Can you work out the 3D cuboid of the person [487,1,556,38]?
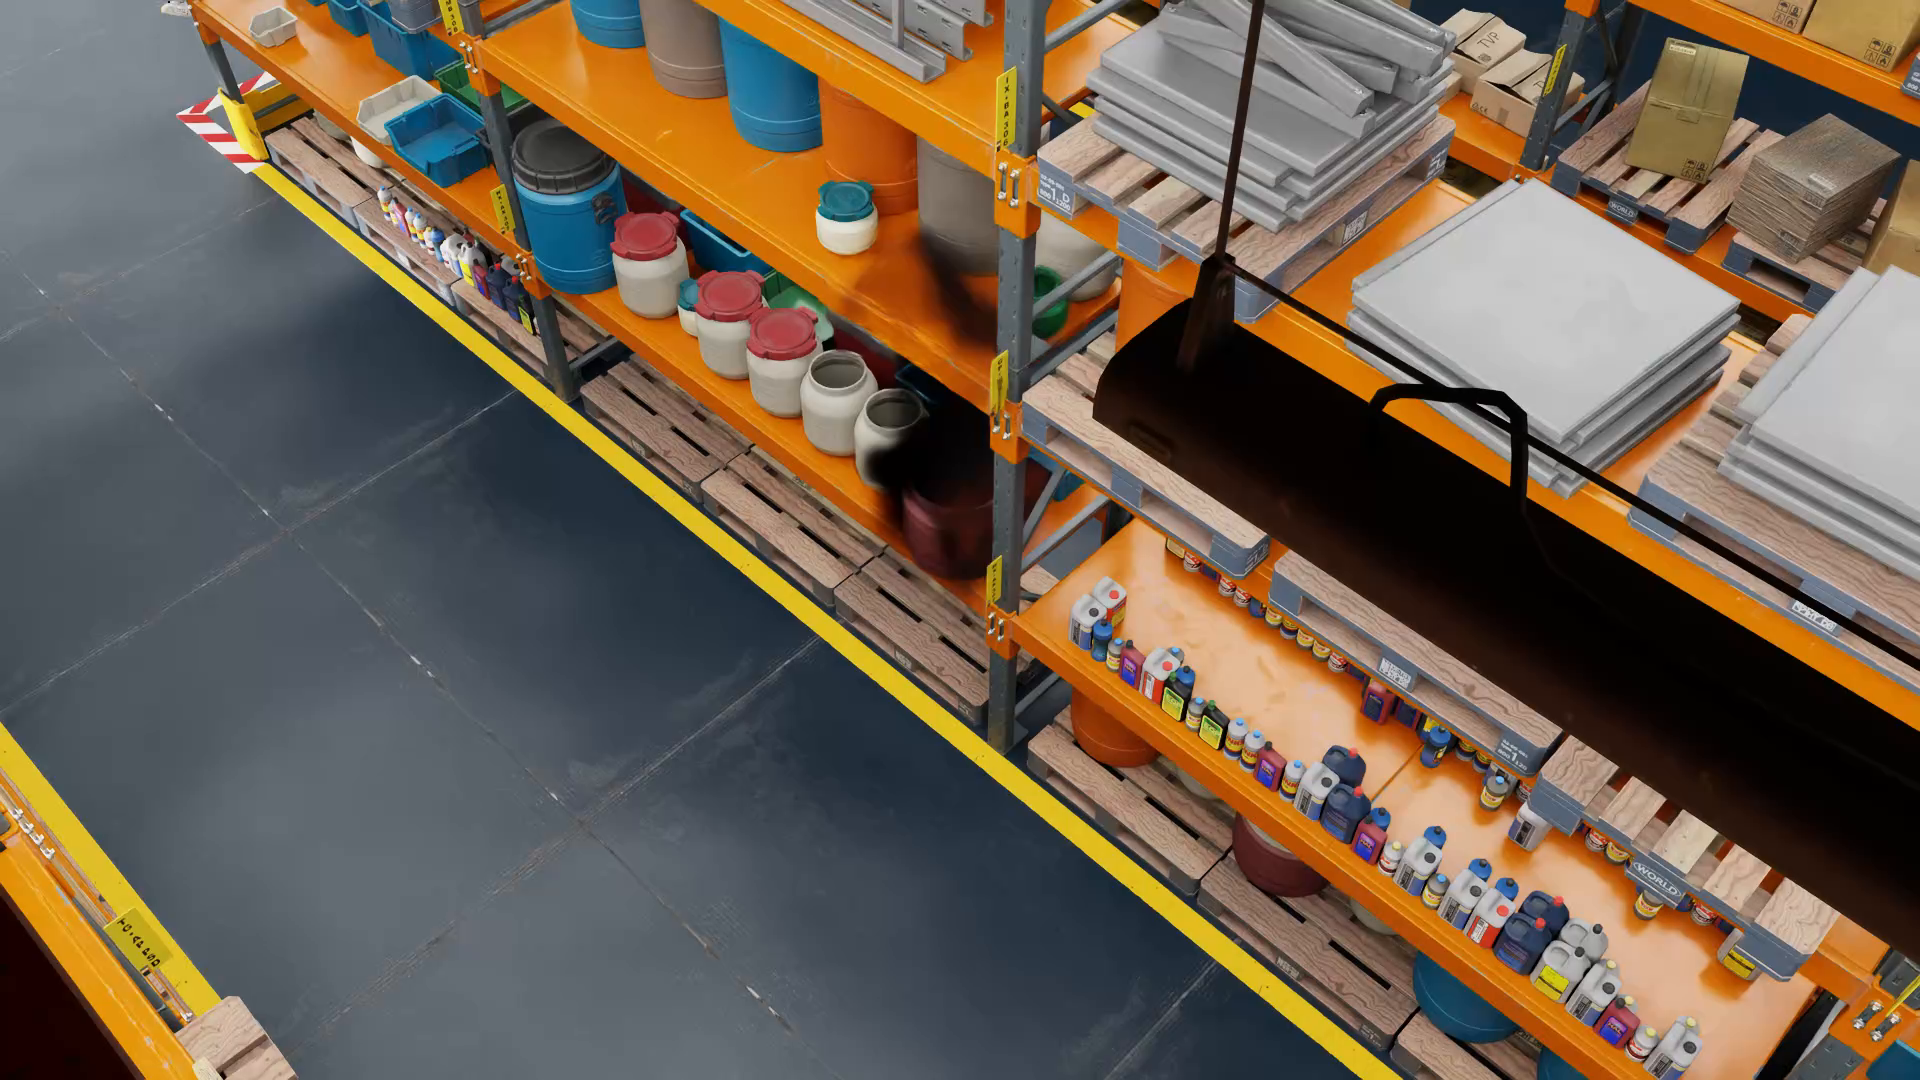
[{"bbox_3d":[-3.651,-4.644,13.182,0.990,1.728,0.674,10,51,8],"label":"person"}]

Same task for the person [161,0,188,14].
[{"bbox_3d":[-6.604,-5.060,13.598,0.557,1.607,0.559,-22,53,-17],"label":"person"}]
